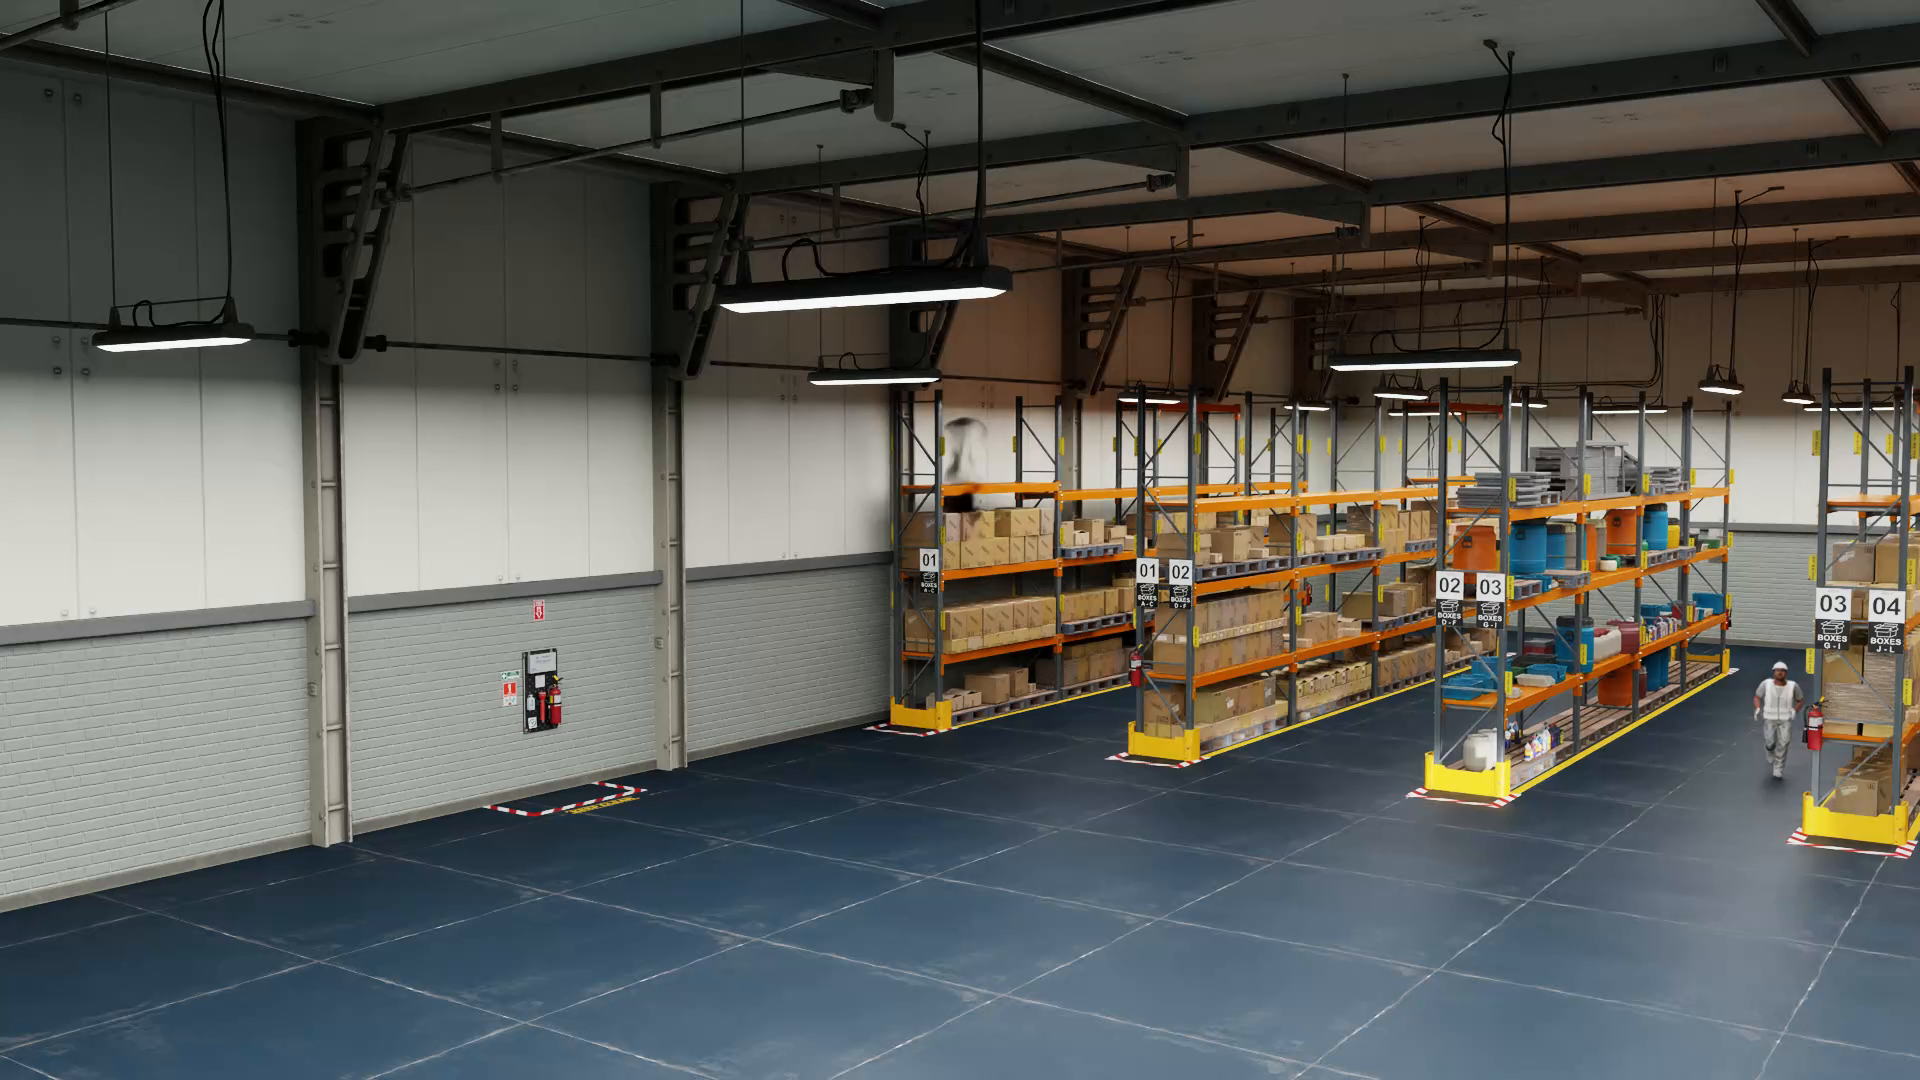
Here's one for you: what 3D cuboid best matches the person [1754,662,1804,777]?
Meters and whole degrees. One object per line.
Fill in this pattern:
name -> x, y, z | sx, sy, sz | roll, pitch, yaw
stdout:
person -> 12.436, 2.719, 25.261 | 0.688, 1.735, 0.601 | 2, 4, 26
